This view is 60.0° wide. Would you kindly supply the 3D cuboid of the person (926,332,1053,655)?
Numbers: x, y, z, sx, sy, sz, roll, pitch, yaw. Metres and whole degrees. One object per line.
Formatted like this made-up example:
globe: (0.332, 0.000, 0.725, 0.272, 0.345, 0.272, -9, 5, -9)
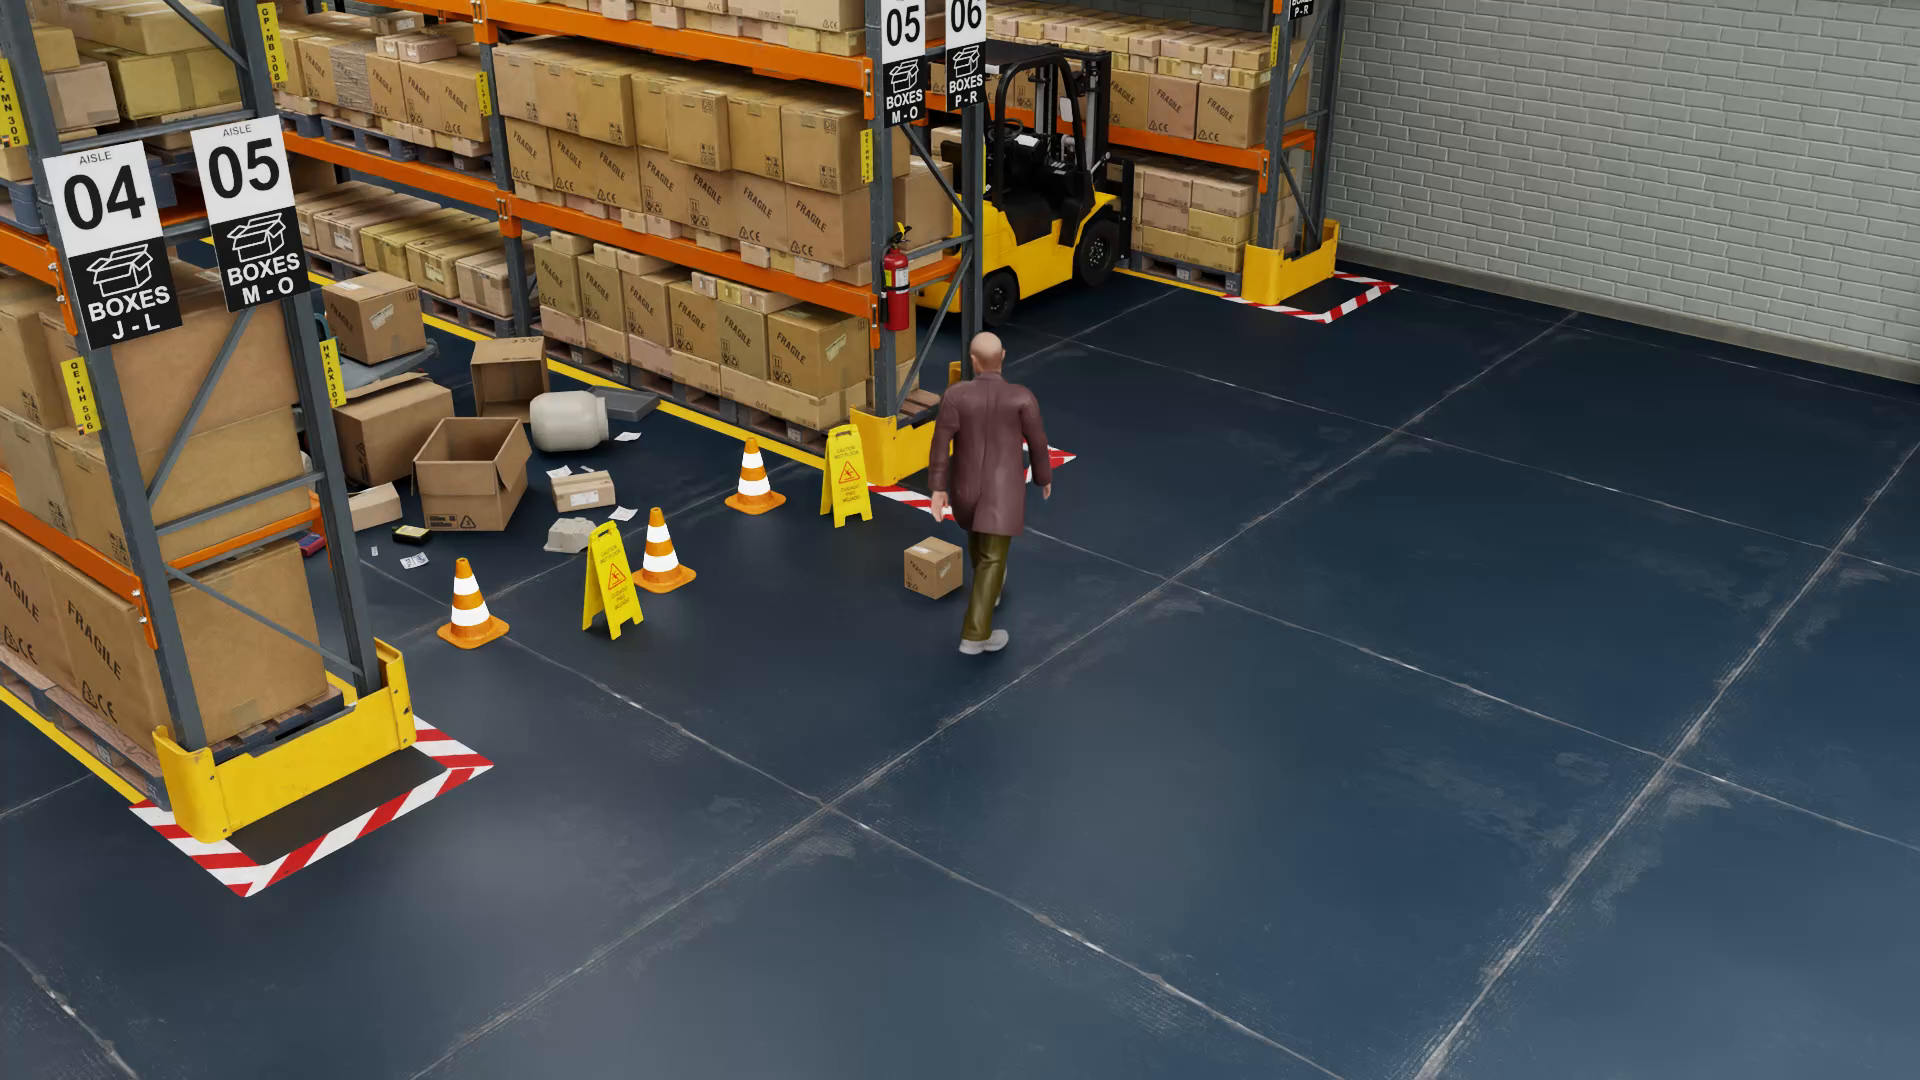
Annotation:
person: (0.169, -0.298, 9.221, 0.641, 1.736, 1.035, 7, 28, 14)
